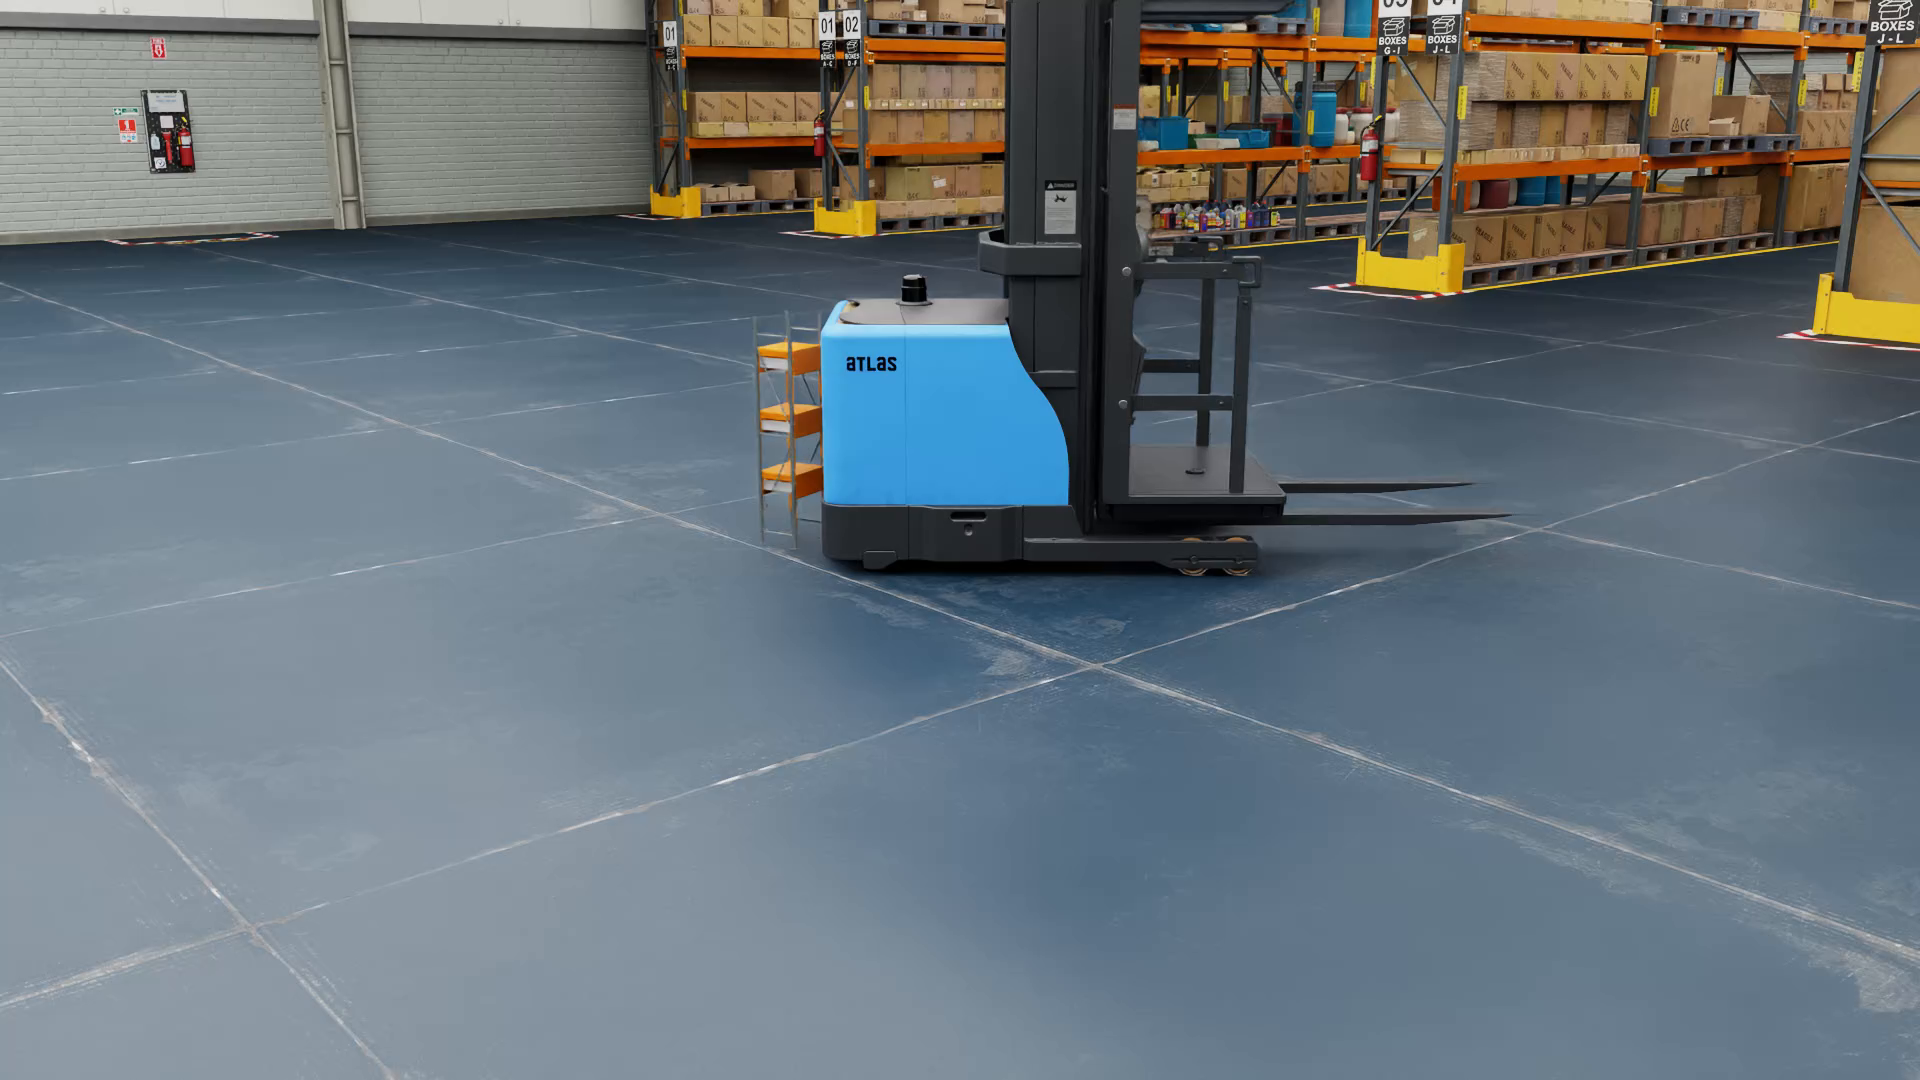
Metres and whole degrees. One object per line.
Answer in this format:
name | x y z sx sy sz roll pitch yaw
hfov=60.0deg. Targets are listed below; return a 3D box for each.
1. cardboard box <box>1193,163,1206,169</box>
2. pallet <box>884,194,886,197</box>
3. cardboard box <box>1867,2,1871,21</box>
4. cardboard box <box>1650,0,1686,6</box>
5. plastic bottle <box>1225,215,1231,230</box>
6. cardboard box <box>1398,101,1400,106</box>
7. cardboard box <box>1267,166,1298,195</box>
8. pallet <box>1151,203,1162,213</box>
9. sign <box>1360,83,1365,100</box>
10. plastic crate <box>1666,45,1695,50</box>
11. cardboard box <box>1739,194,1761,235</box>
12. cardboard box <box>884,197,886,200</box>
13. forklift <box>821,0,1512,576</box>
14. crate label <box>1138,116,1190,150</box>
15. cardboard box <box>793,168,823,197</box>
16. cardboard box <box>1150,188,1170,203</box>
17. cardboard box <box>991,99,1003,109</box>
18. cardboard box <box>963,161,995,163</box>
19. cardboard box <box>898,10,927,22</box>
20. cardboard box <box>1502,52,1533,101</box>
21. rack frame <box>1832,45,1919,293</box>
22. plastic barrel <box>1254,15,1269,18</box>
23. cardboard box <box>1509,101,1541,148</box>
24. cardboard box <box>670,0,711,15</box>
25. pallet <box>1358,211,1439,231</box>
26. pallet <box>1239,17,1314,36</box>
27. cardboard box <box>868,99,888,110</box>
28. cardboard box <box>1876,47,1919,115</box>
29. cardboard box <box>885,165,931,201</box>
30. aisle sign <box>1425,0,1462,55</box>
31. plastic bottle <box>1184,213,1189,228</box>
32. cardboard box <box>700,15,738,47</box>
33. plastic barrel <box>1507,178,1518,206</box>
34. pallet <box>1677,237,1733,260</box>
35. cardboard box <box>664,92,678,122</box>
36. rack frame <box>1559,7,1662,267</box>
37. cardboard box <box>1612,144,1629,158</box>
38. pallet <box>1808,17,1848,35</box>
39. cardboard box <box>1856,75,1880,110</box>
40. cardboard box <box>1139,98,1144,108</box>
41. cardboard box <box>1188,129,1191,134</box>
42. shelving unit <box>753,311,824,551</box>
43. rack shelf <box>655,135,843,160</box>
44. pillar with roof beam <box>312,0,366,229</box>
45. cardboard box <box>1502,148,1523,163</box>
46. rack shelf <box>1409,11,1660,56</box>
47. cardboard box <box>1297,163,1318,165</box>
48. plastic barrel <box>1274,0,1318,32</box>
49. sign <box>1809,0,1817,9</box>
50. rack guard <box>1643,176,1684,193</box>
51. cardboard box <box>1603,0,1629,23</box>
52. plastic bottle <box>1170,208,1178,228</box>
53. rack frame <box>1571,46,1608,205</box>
cardboard box | 5.091 -8.276 36.952 0.500 0.500 0.700 -13 20 -40
pallet | -1.370 -6.520 31.749 1.213 0.211 1.003 -13 19 -39
cardboard box | 12.947 -7.638 24.078 0.500 0.311 0.500 -14 20 -41
cardboard box | 8.218 -6.604 19.835 0.637 0.503 0.797 -14 20 -42
plastic bottle | 3.666 -4.362 22.838 0.097 0.201 0.097 0 15 0
cardboard box | 8.651 -8.857 32.965 0.500 0.500 0.500 -13 20 -41
cardboard box | 6.010 -6.738 31.155 0.500 0.500 0.500 -14 20 -41
pallet | 2.749 -5.764 28.920 1.213 0.211 1.003 -13 19 -39
sign | 7.700 -8.578 31.808 0.005 0.325 0.100 -13 19 -39
plastic crate | 13.043 -8.963 30.091 0.336 0.188 0.450 -13 19 -39
cardboard box | 10.324 -4.407 22.427 0.500 0.500 0.700 -14 20 -42
cardboard box | -1.139 -5.203 25.932 0.500 0.250 0.500 -13 19 -39
forklift | 0.913 -1.397 7.300 3.031 2.935 1.130 0 15 0
crate label | 2.740 -5.510 22.497 0.616 0.435 0.502 -13 19 -39
cardboard box | -2.713 -6.556 30.473 0.500 0.500 0.500 14 21 43
cardboard box | 3.311 -6.014 28.966 0.500 0.250 0.500 -12 19 -38
cardboard box | 0.465 -6.873 26.217 0.250 0.149 0.380 -13 20 -40
cardboard box | 0.371 -5.904 27.102 0.500 0.500 0.500 -13 19 -39
cardboard box | -0.716 -7.857 24.940 0.250 0.149 0.380 -13 19 -39
cardboard box | 5.756 -4.963 17.809 0.500 0.500 0.500 -13 19 -39
rack frame | 7.961 -3.182 13.848 0.127 3.000 1.000 -13 19 -39
plastic barrel | 4.093 -7.477 23.088 0.421 0.512 0.421 0 15 0
cardboard box | 5.918 -4.628 18.495 0.500 0.500 0.875 -13 19 -39
cardboard box | -4.524 -9.065 27.893 0.500 0.500 0.500 14 21 43
pallet | 6.955 -5.013 26.108 1.213 0.211 1.003 -13 19 -39
pallet | 4.067 -7.023 22.782 1.003 0.211 1.213 -13 19 -39
cardboard box | -1.282 -6.480 24.745 0.250 0.149 0.380 -13 20 -40
cardboard box | 8.266 -3.831 13.897 0.550 0.550 0.875 -13 19 -39
cardboard box | -0.793 -5.463 25.450 0.500 0.500 0.500 -13 19 -39
aisle sign | 4.931 -5.351 16.934 0.004 0.787 0.394 -13 19 -39
plastic bottle | 3.175 -4.459 23.201 0.097 0.201 0.097 0 15 0
cardboard box | -4.129 -8.656 28.300 0.500 0.500 0.500 -11 19 -36
plastic barrel | 9.142 -5.875 27.940 0.421 0.512 0.421 0 15 0
pallet | 9.306 -3.835 21.697 1.213 0.211 1.003 -13 19 -39
cardboard box | -4.758 -7.478 28.732 0.500 0.500 0.500 -13 20 -40
rack frame | 7.798 -4.842 20.064 0.127 3.000 1.000 -13 19 -39
cardboard box | 7.634 -4.586 19.594 0.250 0.149 0.380 -13 19 -39
pallet | 11.267 -6.997 22.685 1.003 0.211 1.213 -12 19 -37
cardboard box | 12.832 -6.506 24.157 0.637 0.503 0.797 -12 19 -39
cardboard box | 3.518 -9.076 35.107 0.500 0.500 0.500 -12 19 -39
cardboard box | 3.819 -7.121 29.084 0.250 0.149 0.380 -13 19 -39
shelving unit | -0.772 -0.499 7.586 0.215 1.050 0.252 8 17 28
rack shelf | -3.465 -7.048 29.719 4.000 0.370 1.077 -13 19 -39
pillar with roof beam | -6.714 -8.388 21.715 0.400 9.000 9.100 -13 19 -39
cardboard box | 5.920 -4.210 18.186 0.250 0.149 0.380 -13 19 -39
rack shelf | 6.290 -5.605 18.501 4.000 0.370 1.077 -13 19 -39
cardboard box | 6.808 -7.097 32.497 0.500 0.500 0.500 -14 20 -42
plastic barrel | 4.788 -7.626 23.703 0.708 0.901 0.600 -13 19 -39
sign | 11.171 -7.112 21.750 0.005 0.325 0.100 -13 19 -39
rack guard | 13.609 -6.638 31.632 0.348 0.500 1.175 -13 19 -39
cardboard box | 7.225 -6.004 18.893 0.500 0.250 0.500 -12 19 -38
plastic bottle | 2.940 -4.482 23.144 0.135 0.276 0.152 -13 20 -41
rack frame | 10.582 -7.161 28.748 0.127 3.000 1.000 -13 19 -39
